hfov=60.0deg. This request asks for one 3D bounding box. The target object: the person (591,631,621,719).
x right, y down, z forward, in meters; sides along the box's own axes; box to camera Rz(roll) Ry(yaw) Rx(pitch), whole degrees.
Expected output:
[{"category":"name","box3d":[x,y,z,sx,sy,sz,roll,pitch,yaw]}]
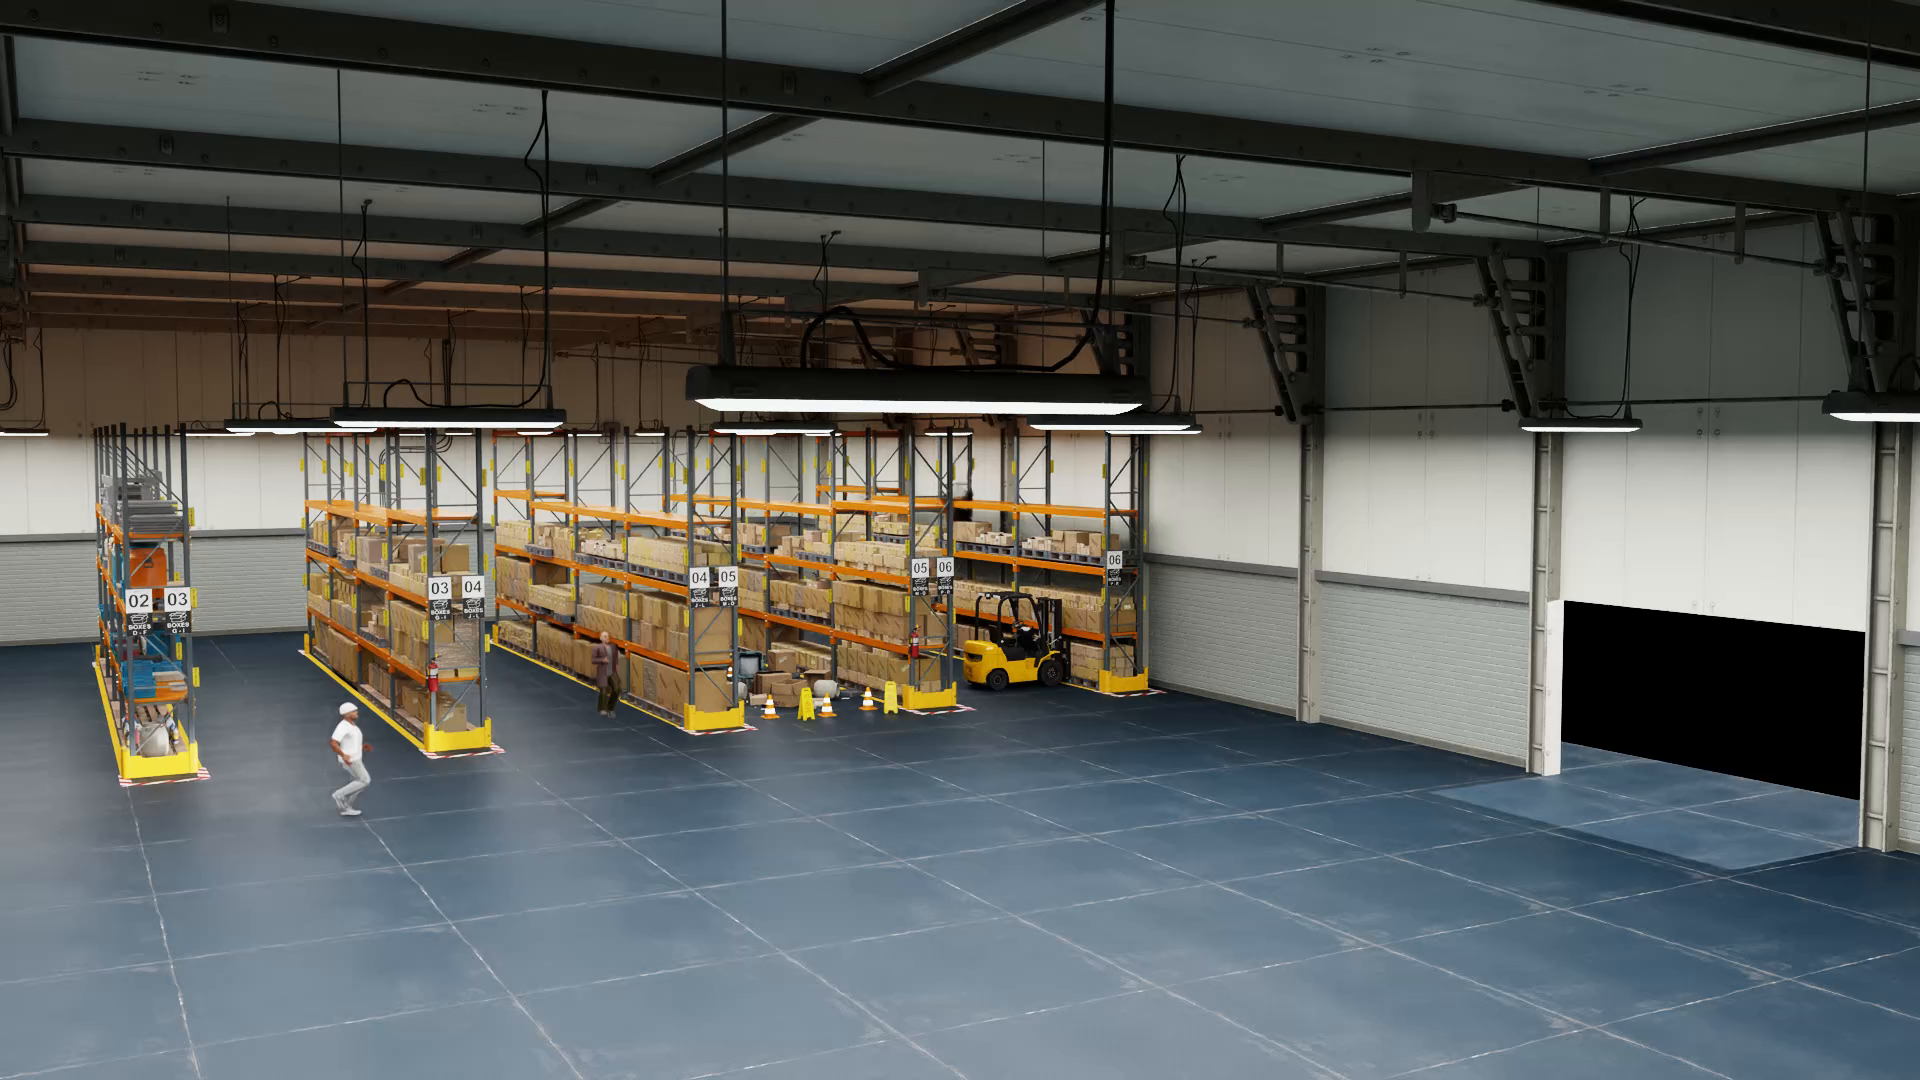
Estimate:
[{"category":"person","box3d":[-7.225,2.782,34.081,0.688,1.814,0.754,-2,4,-36]}]

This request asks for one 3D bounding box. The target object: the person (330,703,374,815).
[{"category":"person","box3d":[-9.229,3.328,25.273,0.576,1.720,0.698,-1,4,-10]}]

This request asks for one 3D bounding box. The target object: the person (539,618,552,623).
[{"category":"person","box3d":[-11.956,1.987,48.096,0.581,1.665,0.687,2,4,27]}]
